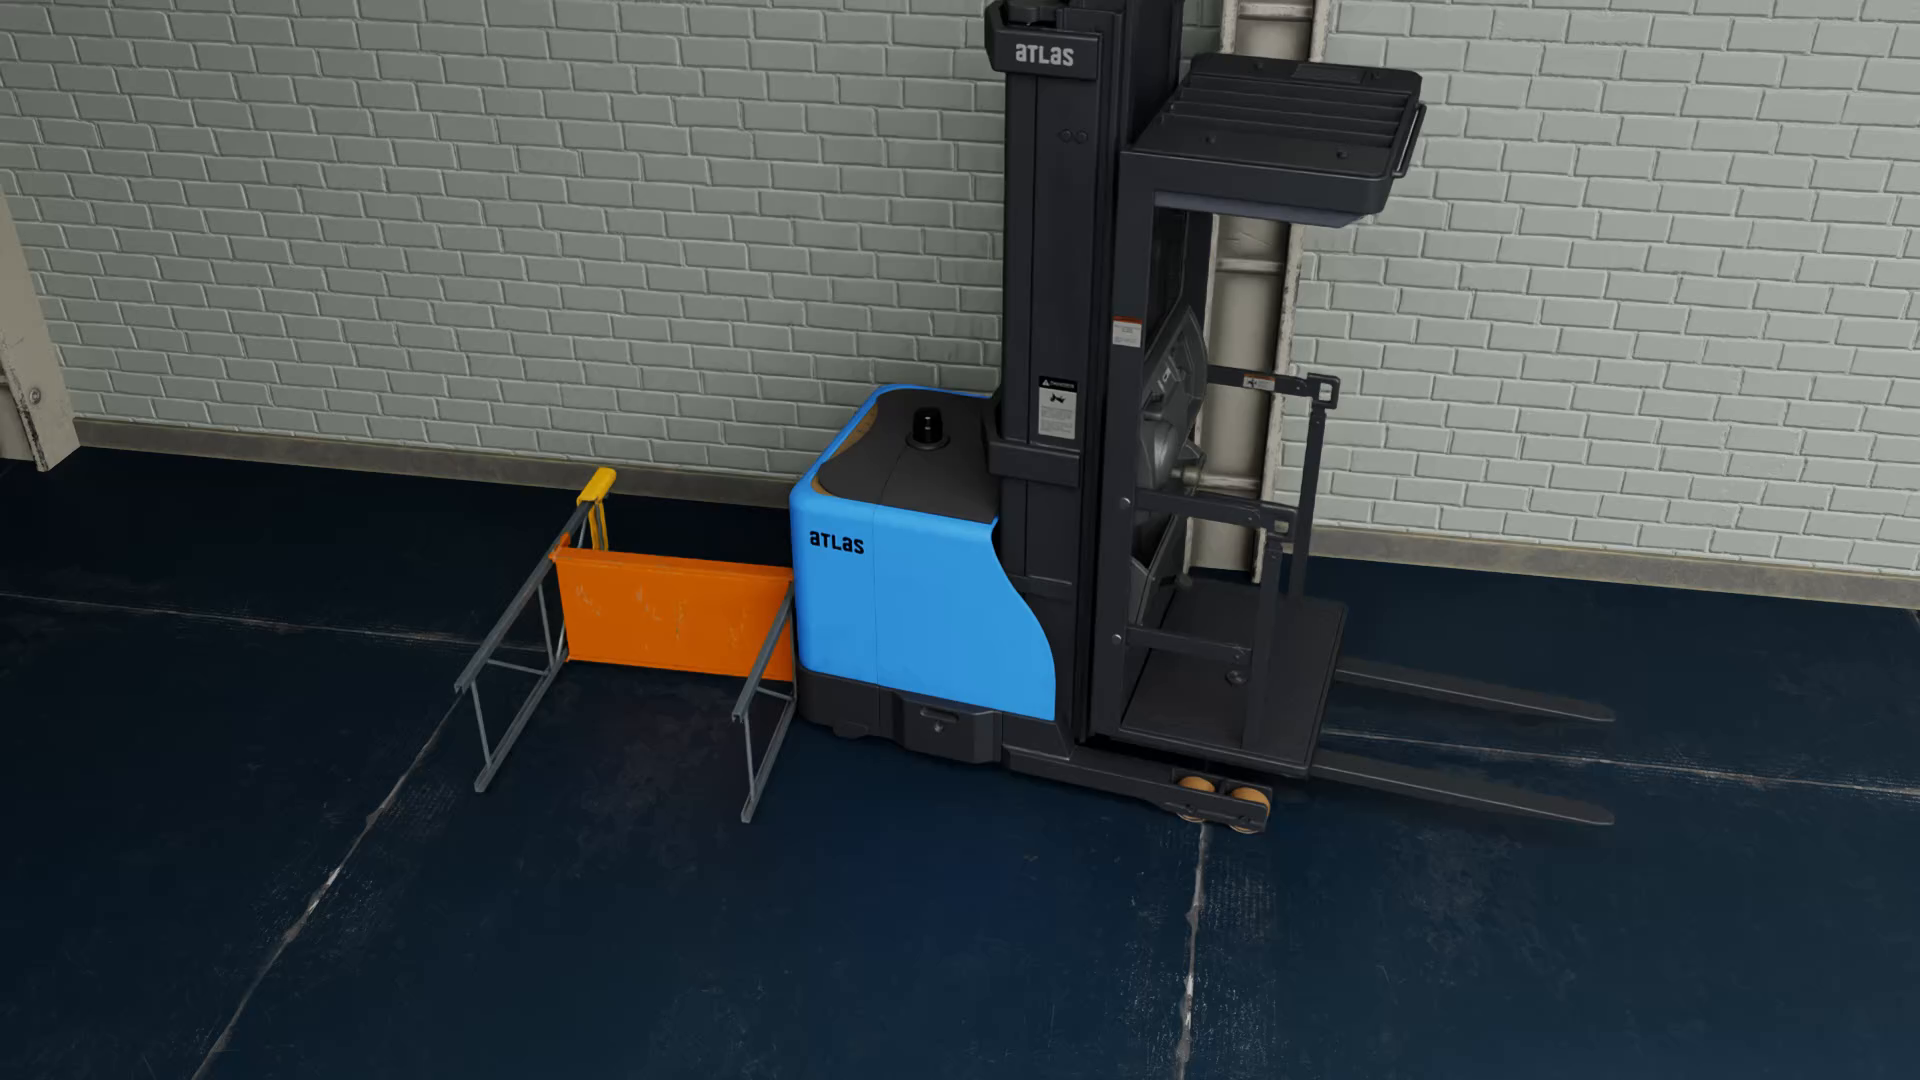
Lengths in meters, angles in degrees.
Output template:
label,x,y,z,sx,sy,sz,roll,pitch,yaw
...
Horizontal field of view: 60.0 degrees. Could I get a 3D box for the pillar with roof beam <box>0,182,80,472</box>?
label,x,y,z,sx,sy,sz,roll,pitch,yaw
pillar with roof beam,-5.449,-2.002,2.467,0.400,9.000,9.100,5,32,8

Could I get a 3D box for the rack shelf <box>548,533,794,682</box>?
label,x,y,z,sx,sy,sz,roll,pitch,yaw
rack shelf,-1.124,0.280,6.725,1.000,0.538,0.185,5,32,8

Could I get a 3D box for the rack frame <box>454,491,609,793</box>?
label,x,y,z,sx,sy,sz,roll,pitch,yaw
rack frame,-1.655,0.330,6.645,0.032,0.500,1.500,5,32,8

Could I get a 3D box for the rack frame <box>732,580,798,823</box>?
label,x,y,z,sx,sy,sz,roll,pitch,yaw
rack frame,-0.652,0.418,6.505,0.032,0.500,1.500,5,32,8

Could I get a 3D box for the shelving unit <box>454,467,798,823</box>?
label,x,y,z,sx,sy,sz,roll,pitch,yaw
shelving unit,-1.144,0.375,6.574,1.083,0.587,1.500,5,32,8

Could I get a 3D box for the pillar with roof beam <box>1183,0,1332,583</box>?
label,x,y,z,sx,sy,sz,roll,pitch,yaw
pillar with roof beam,0.466,-1.466,1.611,0.400,9.000,9.100,5,32,8

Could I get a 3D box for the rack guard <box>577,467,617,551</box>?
label,x,y,z,sx,sy,sz,roll,pitch,yaw
rack guard,-1.534,0.005,7.165,0.087,0.587,0.250,5,32,8

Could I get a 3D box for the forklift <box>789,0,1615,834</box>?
label,x,y,z,sx,sy,sz,roll,pitch,yaw
forklift,0.936,-0.493,5.776,3.031,2.935,1.130,10,33,16
